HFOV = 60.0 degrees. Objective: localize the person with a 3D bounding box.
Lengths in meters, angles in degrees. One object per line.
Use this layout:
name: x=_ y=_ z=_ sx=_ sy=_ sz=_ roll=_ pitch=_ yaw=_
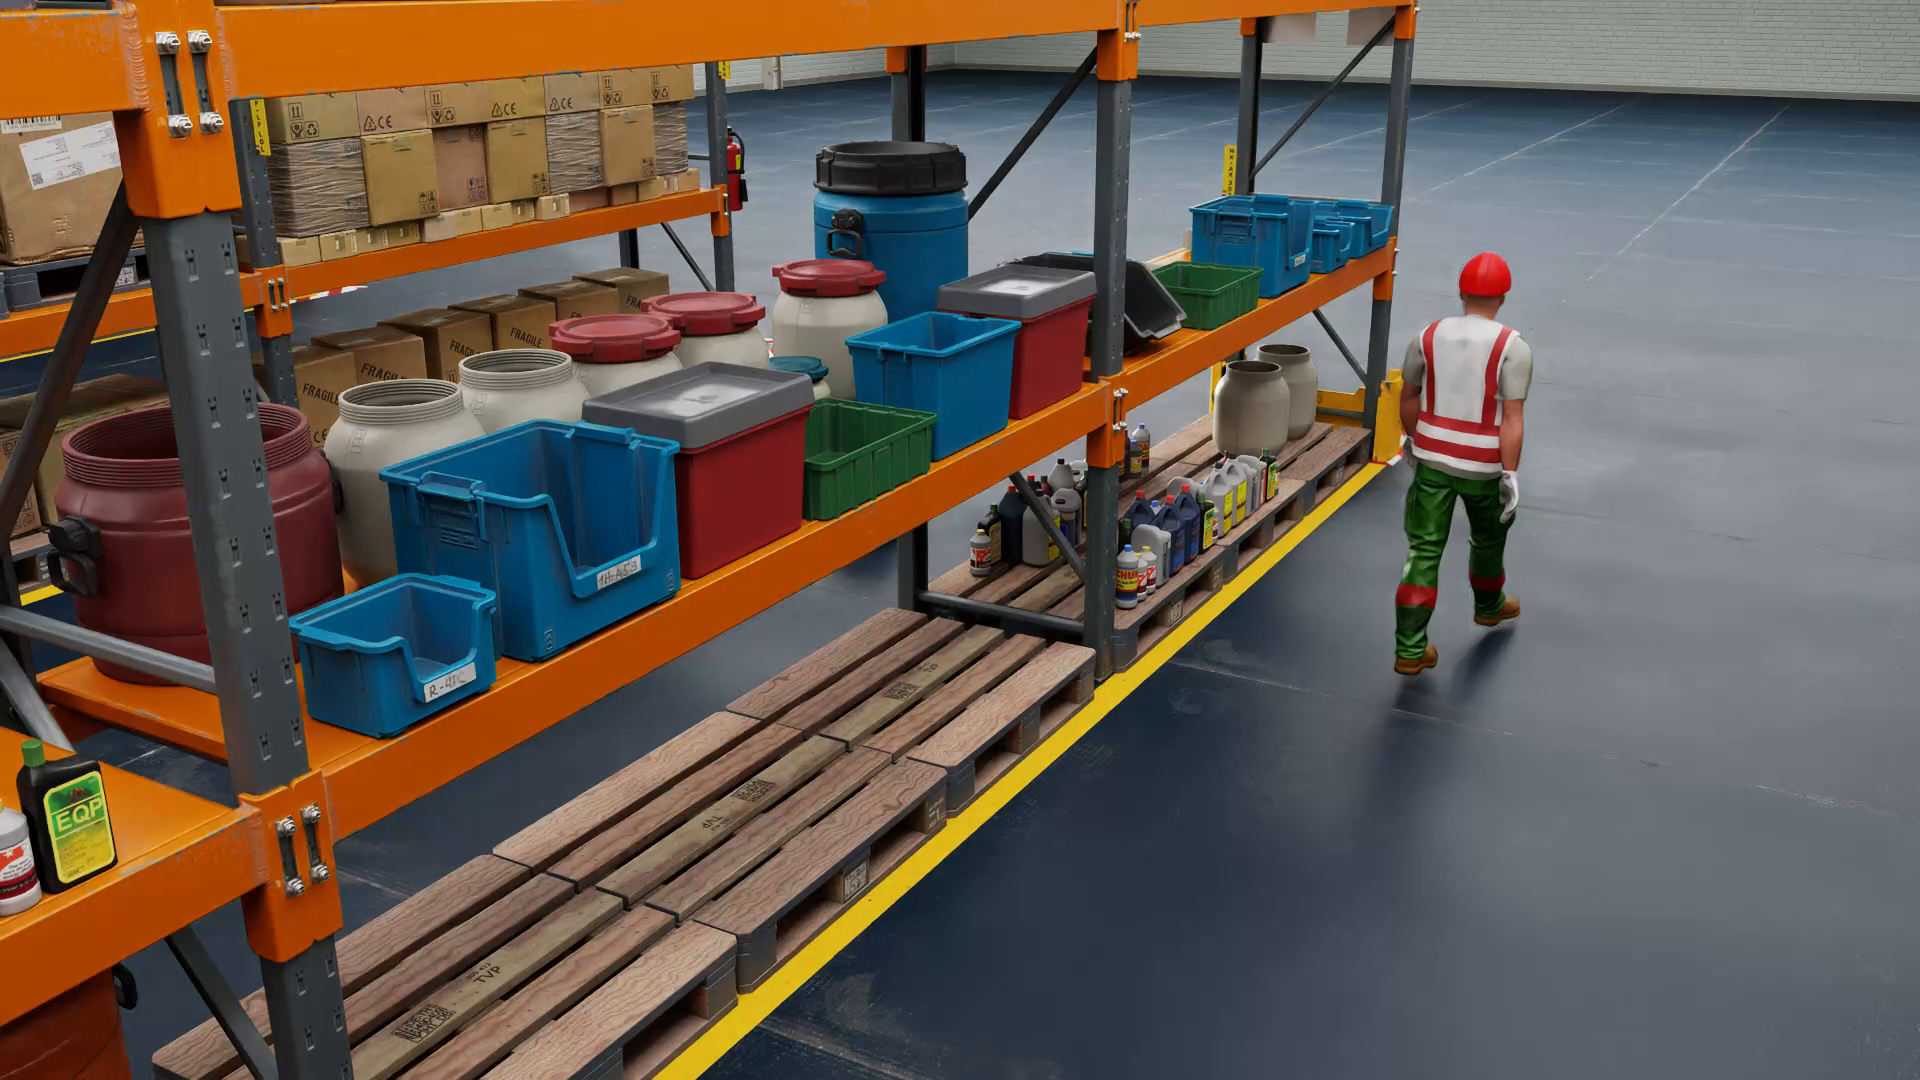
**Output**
person: x=2.145 y=-0.374 z=7.055 sx=0.590 sy=1.721 sz=1.050 roll=11 pitch=22 yaw=29
